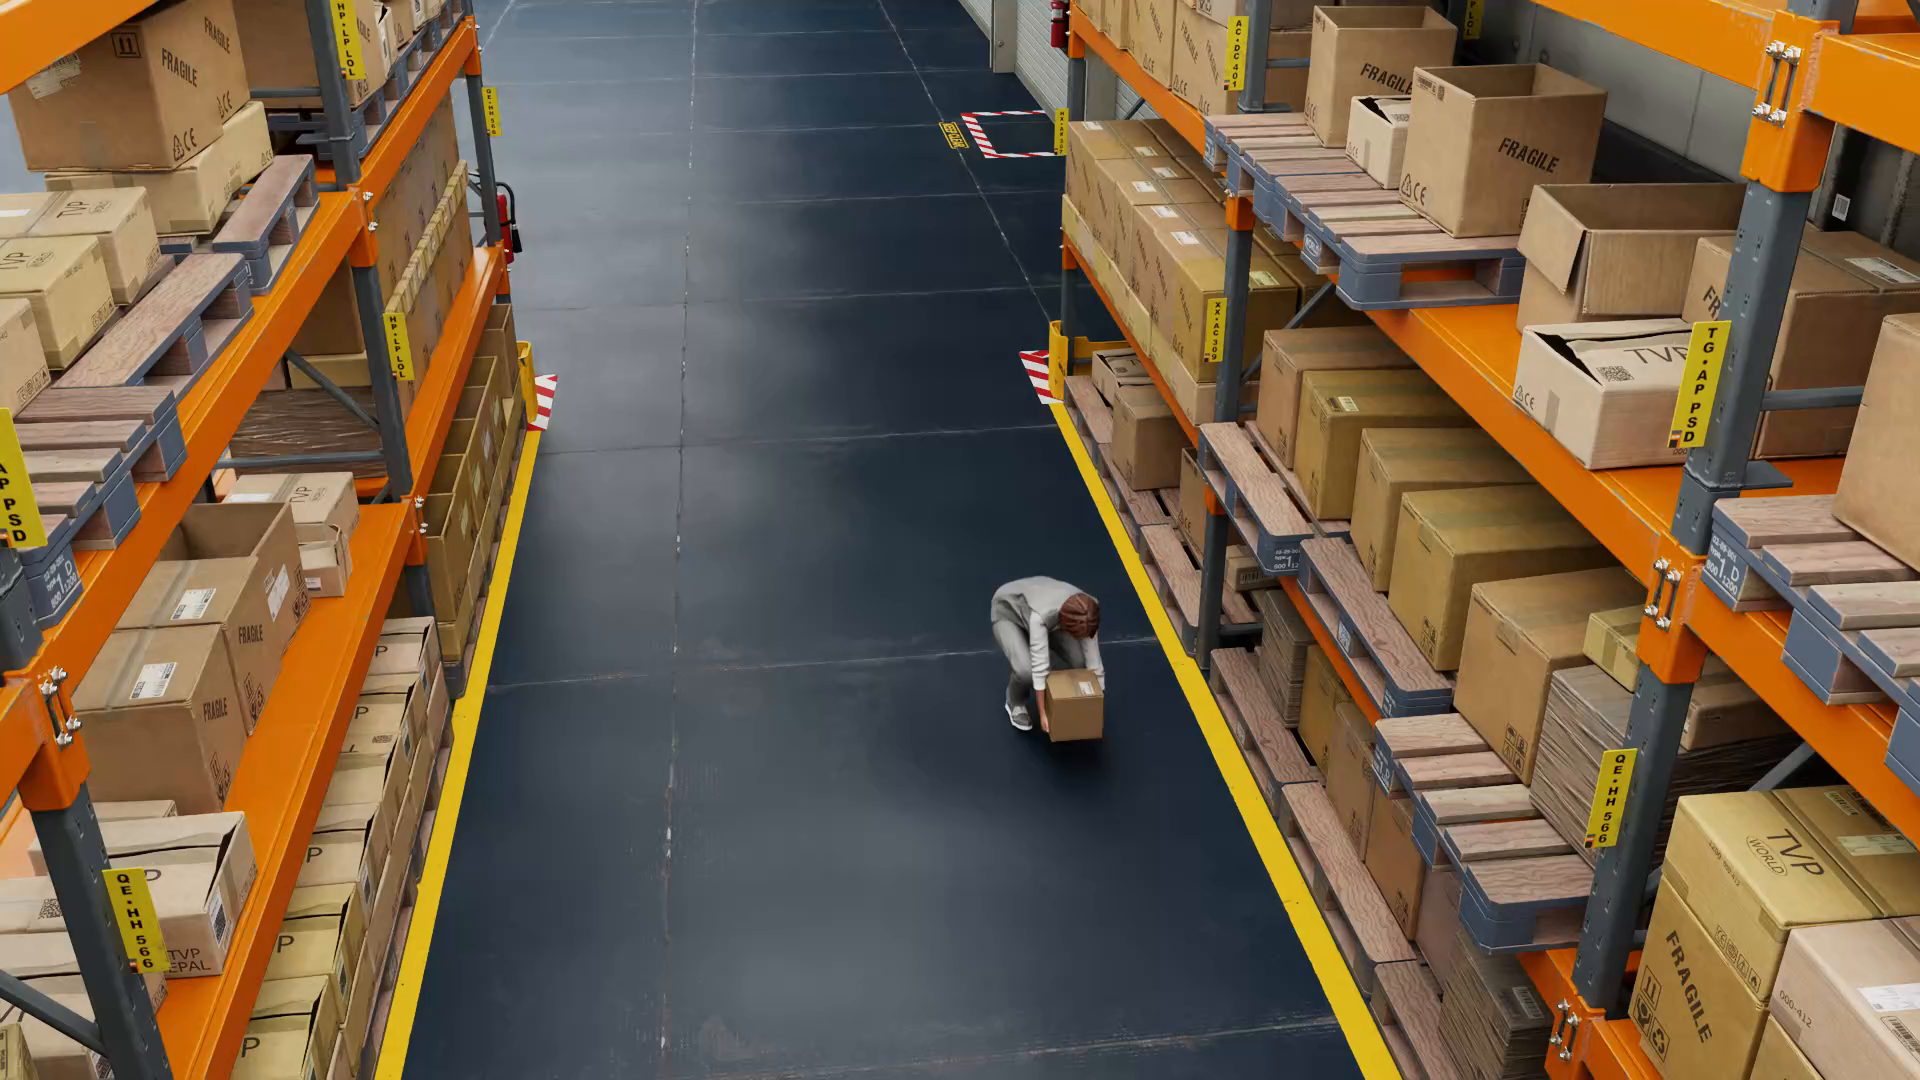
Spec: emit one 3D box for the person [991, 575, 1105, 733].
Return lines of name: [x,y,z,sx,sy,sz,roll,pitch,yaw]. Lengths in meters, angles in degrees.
person: [0.443,0.559,8.324,0.422,0.892,0.859,-11,29,-20]
